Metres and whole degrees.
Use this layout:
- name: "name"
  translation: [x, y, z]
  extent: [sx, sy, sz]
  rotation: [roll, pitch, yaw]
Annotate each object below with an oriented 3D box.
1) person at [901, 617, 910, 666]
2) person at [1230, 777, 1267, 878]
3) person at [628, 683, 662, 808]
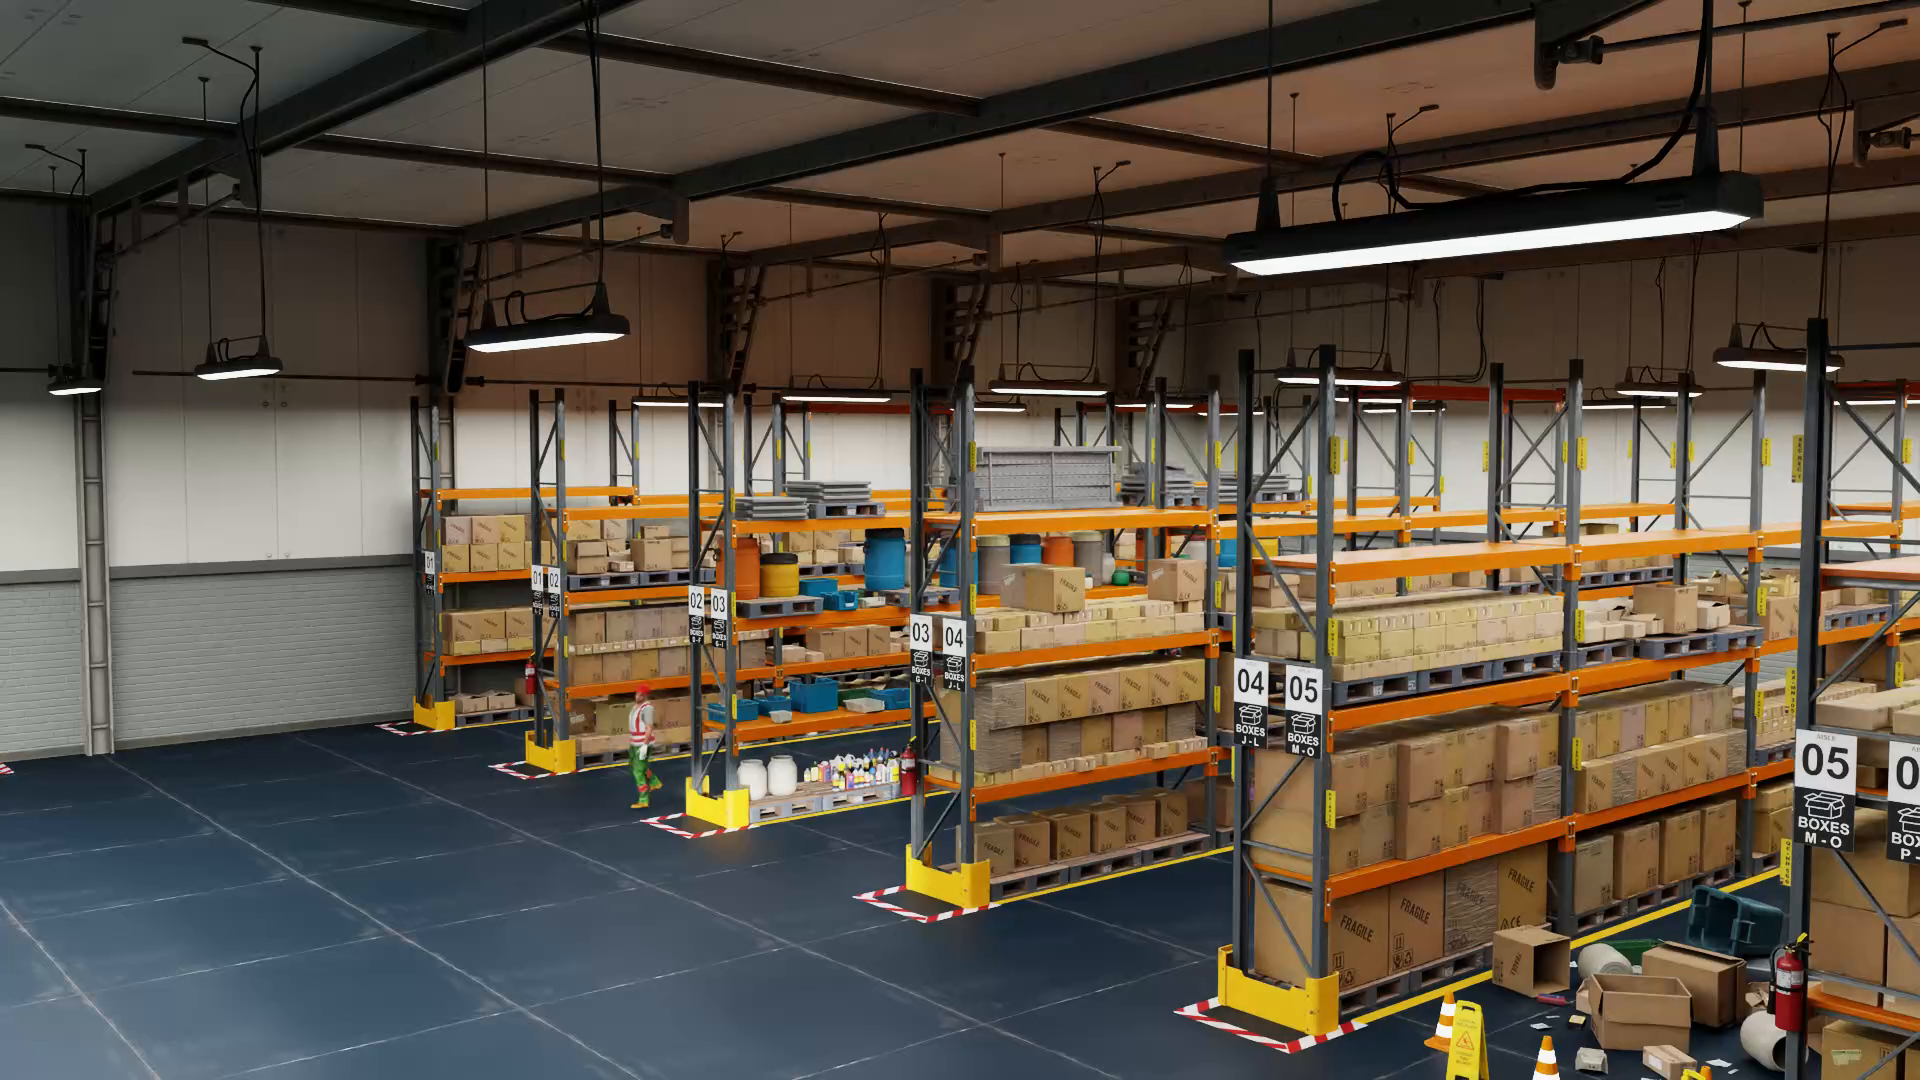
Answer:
- name: "person"
  translation: [-0.965, 2.324, 34.935]
  extent: [0.569, 1.563, 0.812]
  rotation: [2, 4, 33]
- name: "person"
  translation: [3.410, 3.396, 19.419]
  extent: [0.910, 1.219, 0.552]
  rotation: [-3, 4, -41]
- name: "person"
  translation: [-4.458, 2.887, 23.589]
  extent: [0.641, 1.750, 0.779]
  rotation: [-2, 4, -35]
